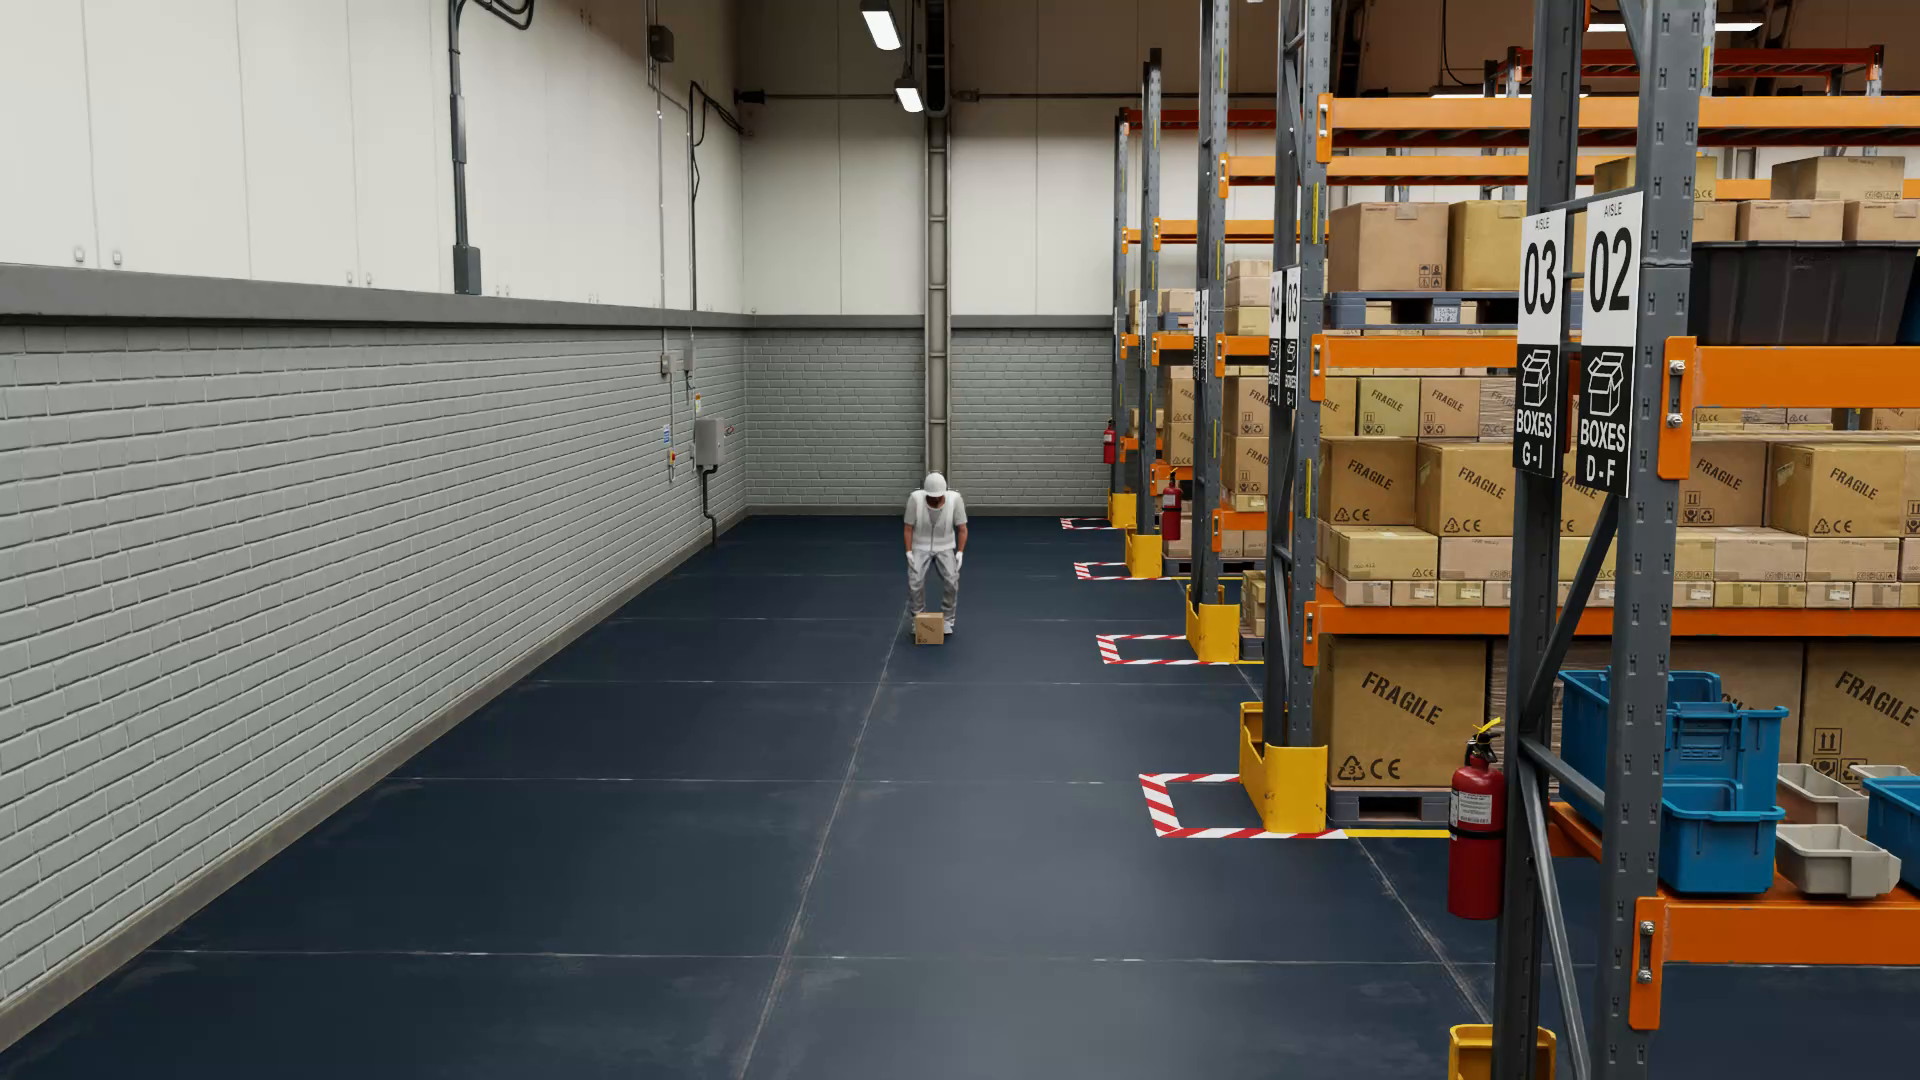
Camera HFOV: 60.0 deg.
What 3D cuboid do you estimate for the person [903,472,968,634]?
[{"bbox_3d":[-0.226,0.117,15.690,0.606,1.552,0.674,0,7,2],"label":"person"}]
